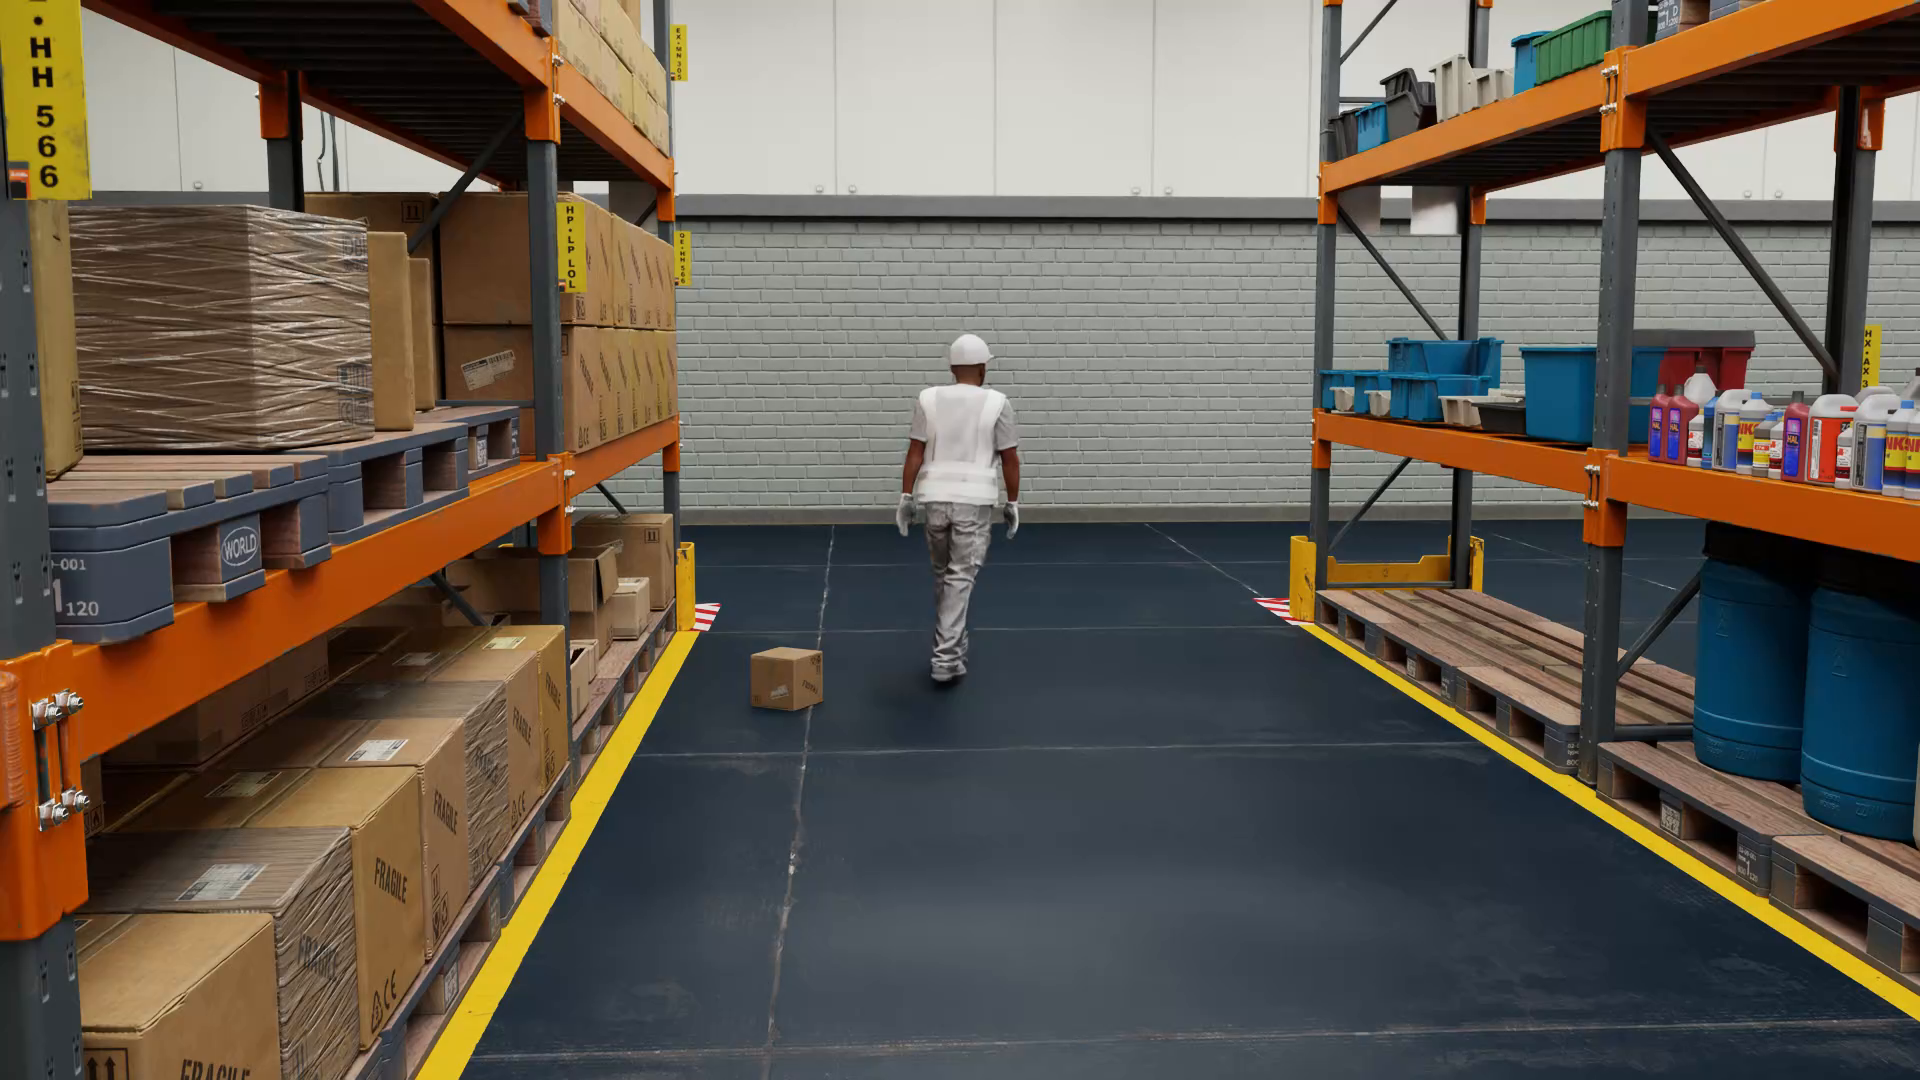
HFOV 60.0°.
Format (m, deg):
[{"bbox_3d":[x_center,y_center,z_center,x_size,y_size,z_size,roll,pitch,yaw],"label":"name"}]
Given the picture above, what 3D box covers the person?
[{"bbox_3d":[0.019,-0.171,8.624,0.592,1.778,0.795,3,7,21],"label":"person"}]
